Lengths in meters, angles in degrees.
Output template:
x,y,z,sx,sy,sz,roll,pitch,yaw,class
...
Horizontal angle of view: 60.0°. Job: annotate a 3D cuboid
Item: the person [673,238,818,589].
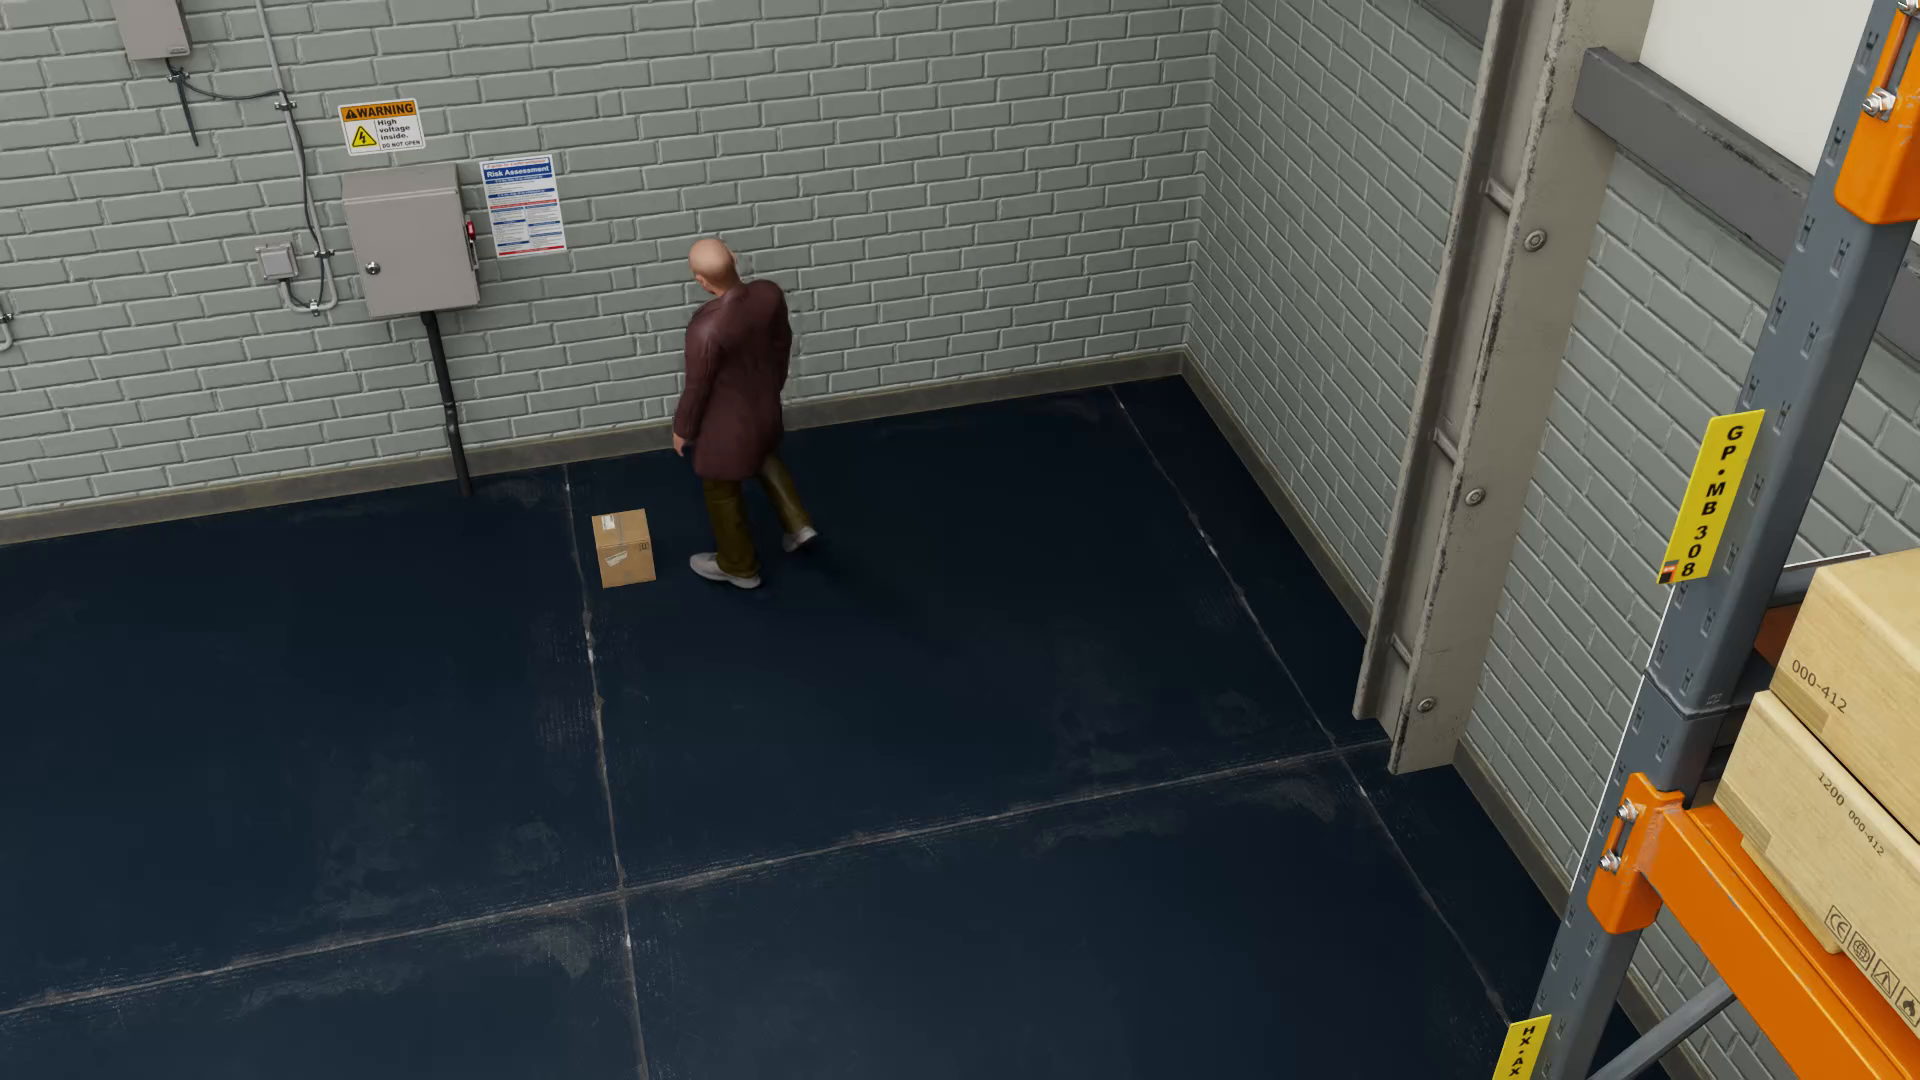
x,y,z,sx,sy,sz,roll,pitch,yaw,class
-0.985,-0.549,7.425,0.515,1.792,0.620,25,44,28,person
